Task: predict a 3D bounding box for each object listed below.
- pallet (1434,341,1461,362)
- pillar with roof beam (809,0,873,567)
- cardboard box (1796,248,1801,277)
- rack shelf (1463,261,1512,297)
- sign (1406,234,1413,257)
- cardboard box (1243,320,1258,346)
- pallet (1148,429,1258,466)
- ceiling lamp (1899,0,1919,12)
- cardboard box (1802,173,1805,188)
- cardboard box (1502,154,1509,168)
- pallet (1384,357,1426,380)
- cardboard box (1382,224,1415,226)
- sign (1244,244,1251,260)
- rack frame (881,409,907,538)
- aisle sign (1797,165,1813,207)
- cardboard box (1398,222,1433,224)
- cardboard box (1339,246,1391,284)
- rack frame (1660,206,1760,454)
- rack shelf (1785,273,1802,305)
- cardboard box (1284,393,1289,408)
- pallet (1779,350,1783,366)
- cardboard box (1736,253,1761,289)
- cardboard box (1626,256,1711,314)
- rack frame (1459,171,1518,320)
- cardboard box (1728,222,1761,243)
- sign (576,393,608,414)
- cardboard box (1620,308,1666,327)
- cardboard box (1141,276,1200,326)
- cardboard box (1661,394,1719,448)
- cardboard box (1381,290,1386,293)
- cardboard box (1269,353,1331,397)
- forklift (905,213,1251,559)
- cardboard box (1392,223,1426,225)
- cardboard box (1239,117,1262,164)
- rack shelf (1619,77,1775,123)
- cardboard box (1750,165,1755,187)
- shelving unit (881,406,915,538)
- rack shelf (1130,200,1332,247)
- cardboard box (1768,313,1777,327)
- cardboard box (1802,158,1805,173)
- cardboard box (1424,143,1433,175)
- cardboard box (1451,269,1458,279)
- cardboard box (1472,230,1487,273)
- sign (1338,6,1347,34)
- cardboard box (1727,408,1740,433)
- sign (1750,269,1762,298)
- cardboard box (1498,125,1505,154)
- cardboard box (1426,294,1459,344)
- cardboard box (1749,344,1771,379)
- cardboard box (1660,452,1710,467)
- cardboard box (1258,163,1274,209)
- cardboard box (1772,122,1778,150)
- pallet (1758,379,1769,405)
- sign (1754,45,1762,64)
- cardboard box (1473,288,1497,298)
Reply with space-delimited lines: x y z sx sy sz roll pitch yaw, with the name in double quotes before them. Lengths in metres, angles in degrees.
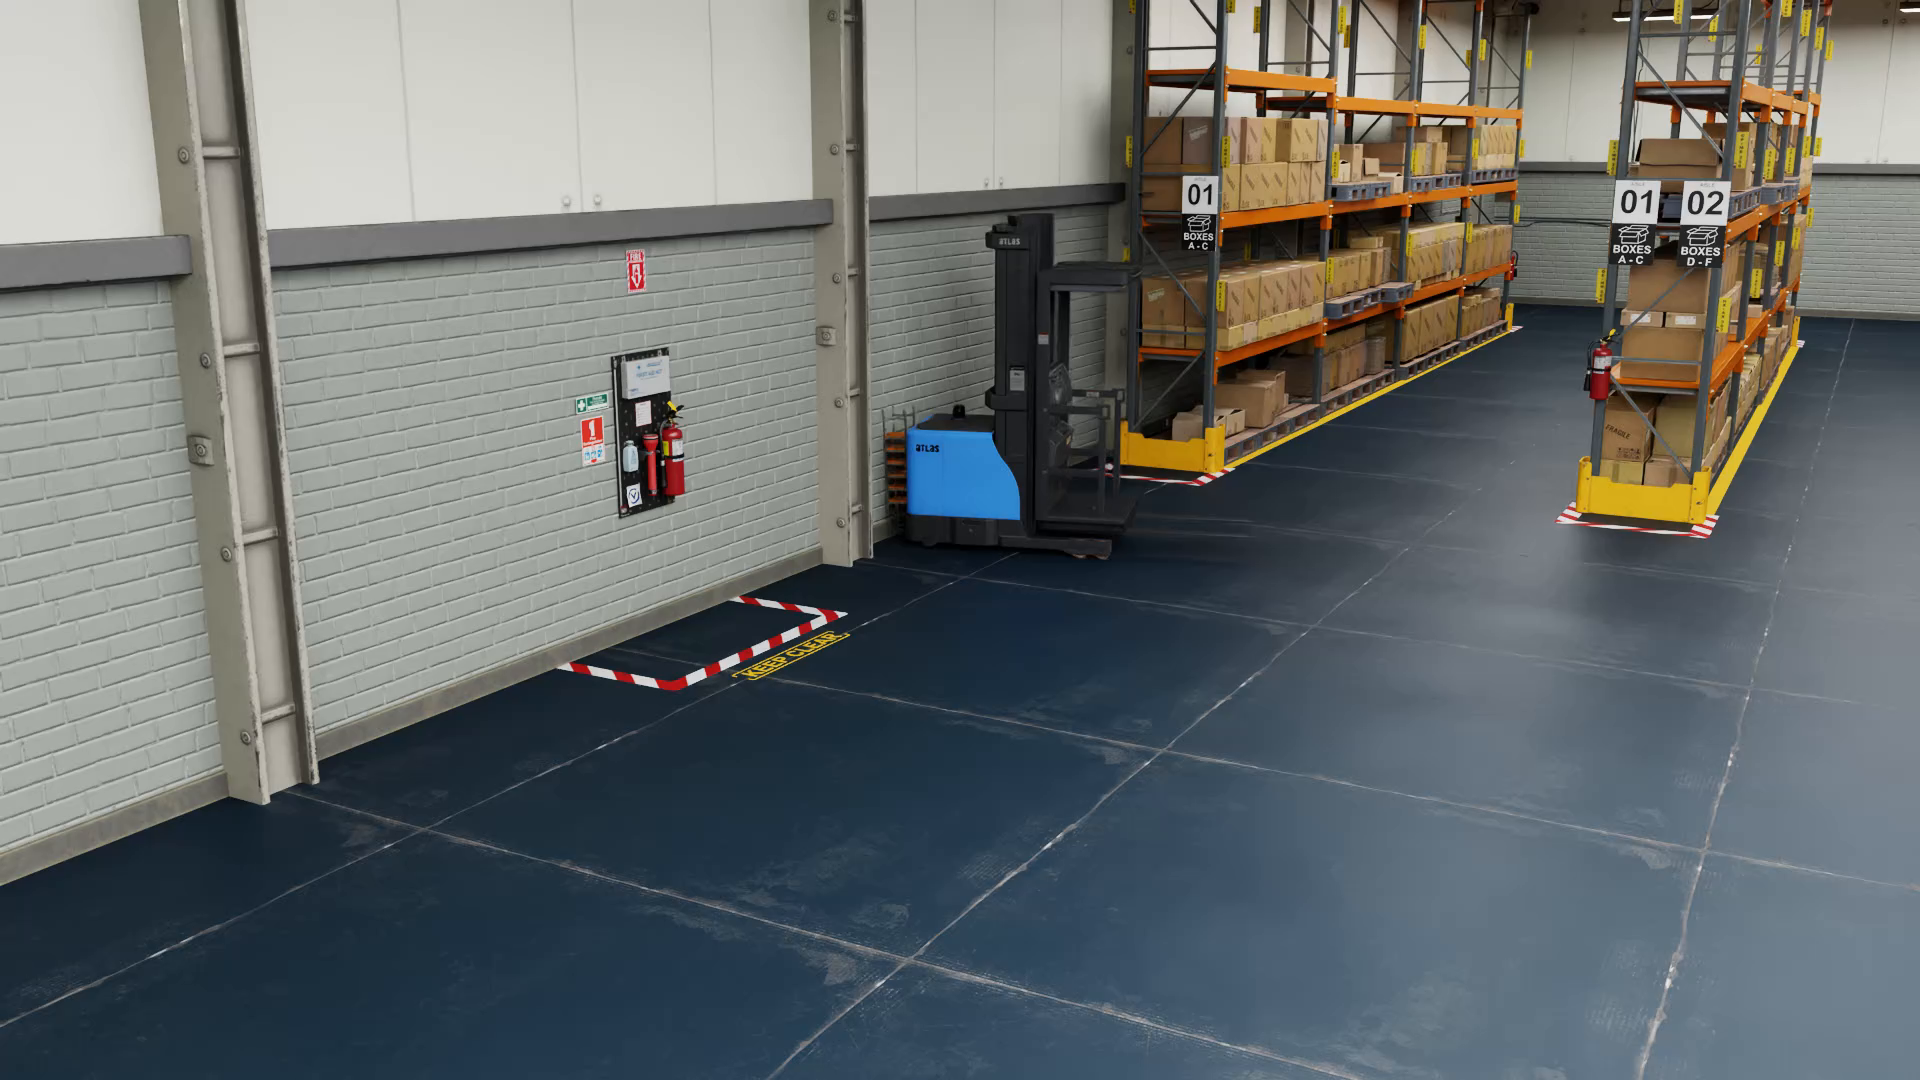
"pallet" 7.824 -3.212 28.124 1.003 0.211 1.213 7 15 28
"pillar with roof beam" 2.780 -3.712 11.447 9.100 9.000 0.400 7 15 28
"cardboard box" 13.931 -4.712 28.183 0.500 0.500 0.500 8 15 28
"rack shelf" 9.098 -4.795 30.276 1.077 0.370 4.000 7 15 28
"sign" 6.677 -4.379 24.712 0.100 0.325 0.005 7 15 28
"cardboard box" 3.083 -2.382 19.007 0.500 0.250 0.500 7 15 26
"pallet" 2.791 -1.095 19.344 1.003 0.211 1.213 7 15 28
"ceiling lamp" 17.889 -11.016 29.287 2.000 3.185 0.800 7 15 28
"cardboard box" 13.410 -5.836 26.977 0.500 0.250 0.500 7 15 28
"cardboard box" 9.693 -6.906 30.307 0.500 0.250 0.500 7 15 26
"pallet" 6.645 -2.712 26.048 1.003 0.211 1.213 7 15 28
"cardboard box" 7.196 -5.026 27.206 0.500 0.250 0.500 7 15 26
"sign" 3.777 -3.718 21.803 0.100 0.325 0.005 7 15 28
"rack frame" -0.571 -0.594 15.121 0.240 1.200 0.006 3 15 23
"aisle sign" 14.704 -6.238 29.178 0.394 0.787 0.004 7 15 28
"cardboard box" 7.681 -5.237 28.084 0.500 0.250 0.500 8 16 30
"cardboard box" 5.979 -4.079 24.617 0.700 0.500 0.500 5 15 21
"rack frame" 8.602 -2.533 19.357 1.000 3.000 0.127 7 15 28
"rack shelf" 13.436 -4.235 27.951 1.077 0.370 4.000 7 15 28
"cardboard box" 4.032 -1.817 21.493 0.380 0.166 0.250 5 15 21
"pallet" 12.802 -2.959 27.075 1.003 0.211 1.213 7 15 28
"cardboard box" 10.742 -3.748 23.289 0.700 0.500 0.500 2 14 9
"cardboard box" 6.931 -2.497 16.225 0.700 0.500 0.500 7 15 28
"rack frame" 10.065 -5.555 31.893 1.000 3.000 0.127 7 15 28
"cardboard box" 12.487 -4.842 26.588 0.500 0.500 0.500 7 15 28
"sign" -2.565 -0.954 11.600 0.001 0.109 0.331 7 15 28
"cardboard box" 6.687 -2.176 16.280 0.380 0.149 0.250 7 15 27
"cardboard box" 2.372 -2.695 18.706 0.500 0.500 0.500 7 15 27
"cardboard box" 7.593 -1.236 17.347 0.500 0.500 0.500 7 15 28
"cardboard box" 6.560 -3.843 25.284 0.380 0.149 0.250 7 15 27
"cardboard box" 4.605 -2.245 22.557 0.700 0.500 0.500 8 16 30
"forklift" 1.081 -1.392 14.771 3.031 2.935 1.130 3 14 12
"cardboard box" 7.434 -5.129 27.635 0.500 0.250 0.500 8 15 29
"cardboard box" 3.016 -4.424 18.411 0.500 0.500 0.500 7 15 27
"rack shelf" 7.635 -4.495 17.083 1.077 0.370 4.000 7 15 28
"cardboard box" 9.580 -4.508 20.572 0.500 0.250 0.500 6 15 23
"shelving unit" -0.535 -0.615 15.203 0.258 1.200 0.189 3 15 23
"rack shelf" 3.297 -3.792 19.712 1.077 0.370 4.000 7 15 28
"cardboard box" 13.373 -3.561 28.007 0.797 0.503 0.637 7 15 28
"cardboard box" 13.162 -5.977 26.495 0.500 0.250 0.500 7 15 28
"cardboard box" 7.099 -6.070 26.477 0.700 0.500 0.500 7 15 28
"cardboard box" 8.115 -4.466 27.870 0.380 0.149 0.250 8 16 29
"cardboard box" 8.766 -5.139 29.527 0.980 0.700 0.700 7 15 27
"sign" 4.730 -6.437 20.589 0.100 0.325 0.005 7 15 28
"cardboard box" 9.014 -1.455 19.856 0.500 0.250 0.500 7 15 27
"sign" 9.089 -2.930 18.986 0.100 0.325 0.005 7 15 28
"cardboard box" 9.454 -7.168 29.791 0.500 0.500 0.500 7 15 26
"cardboard box" 7.931 -3.746 28.078 0.750 0.750 0.750 8 15 29
"cardboard box" 11.254 -2.521 23.703 0.500 0.500 0.500 7 15 26
"cardboard box" 7.361 -0.768 17.005 0.500 0.250 0.500 7 15 28
"cardboard box" 3.249 -4.043 18.963 0.500 0.500 0.500 8 16 31
"cardboard box" 11.245 -5.645 23.516 0.500 0.500 0.500 7 15 28
"pallet" 10.930 -2.147 23.705 1.003 0.211 1.213 7 15 28
"sign" 13.928 -8.465 29.002 0.100 0.325 0.005 7 15 28
"cardboard box" 9.789 -4.605 31.006 0.380 0.149 0.250 8 16 30
